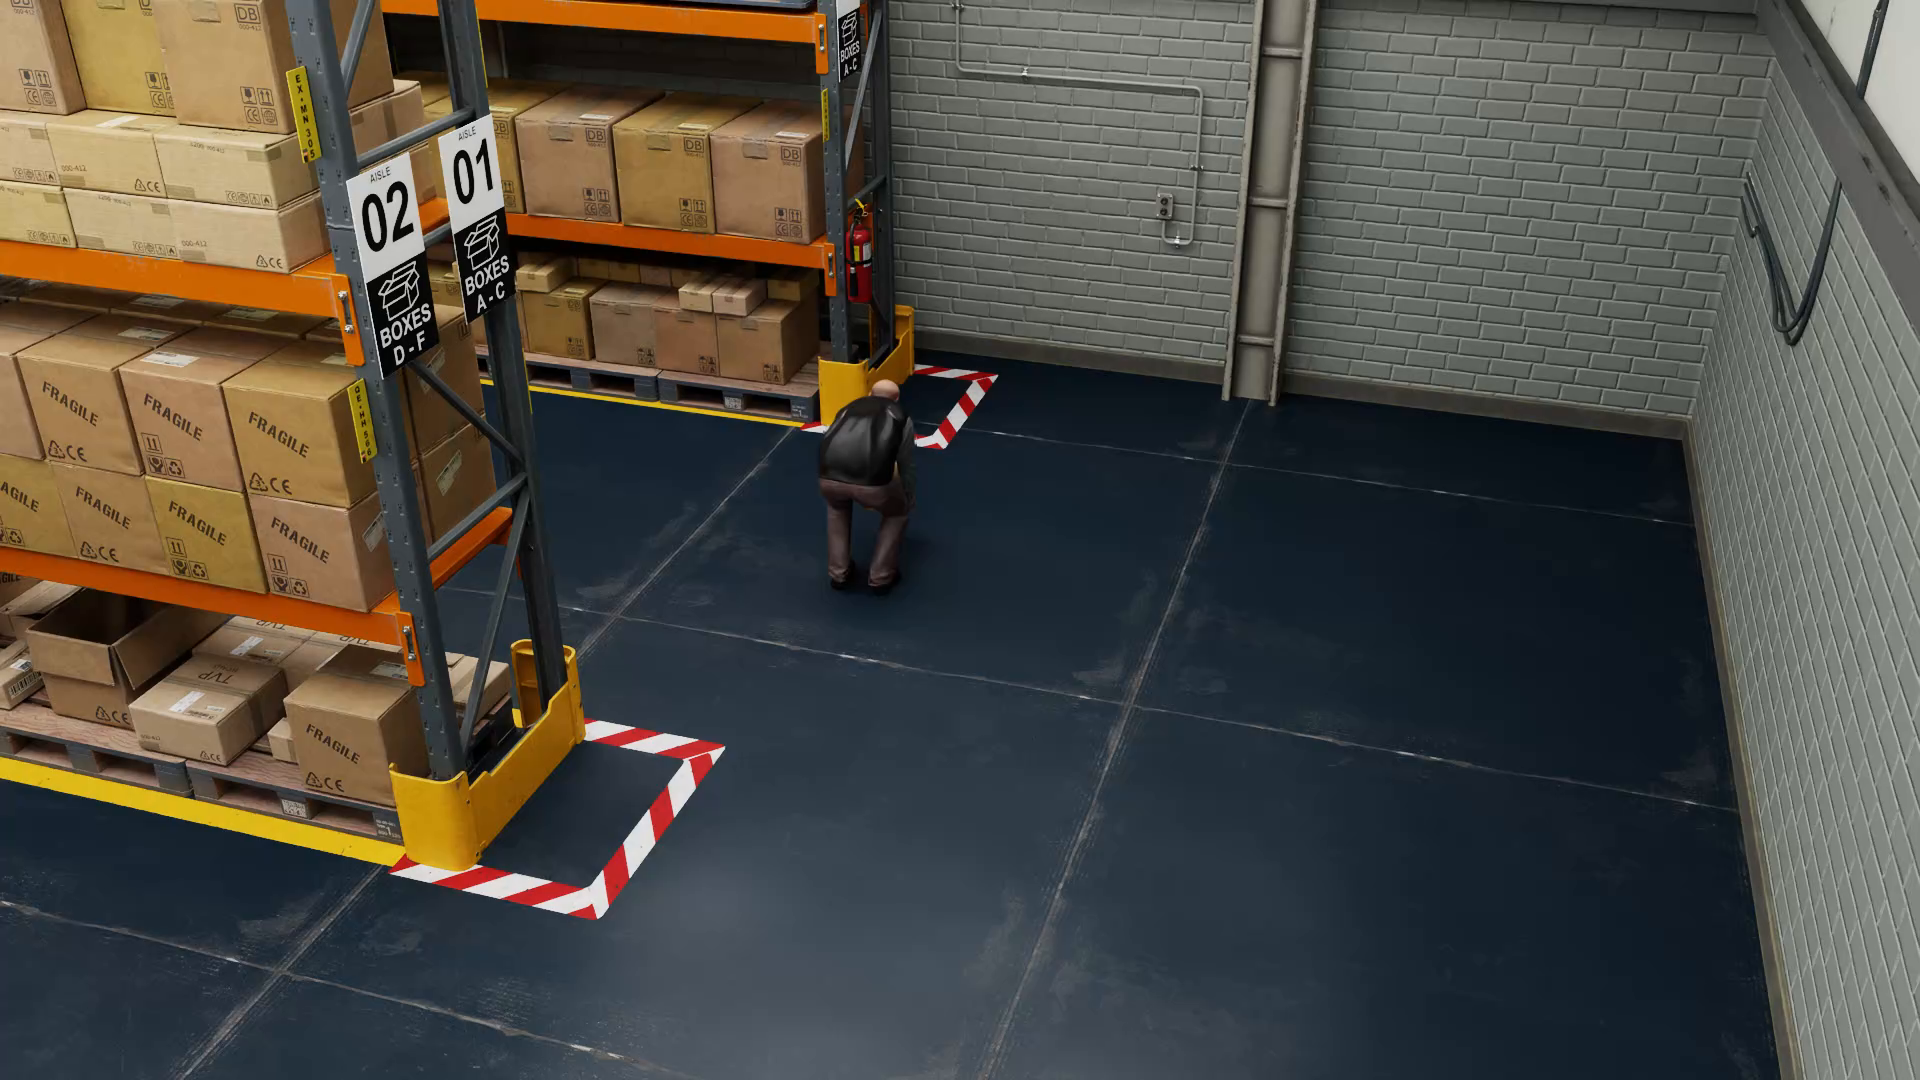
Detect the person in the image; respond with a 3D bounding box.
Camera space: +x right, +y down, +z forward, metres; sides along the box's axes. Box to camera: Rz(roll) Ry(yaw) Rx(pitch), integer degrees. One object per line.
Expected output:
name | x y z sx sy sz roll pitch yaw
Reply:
person | -0.523 -0.308 9.754 0.502 1.078 0.949 7 30 12
